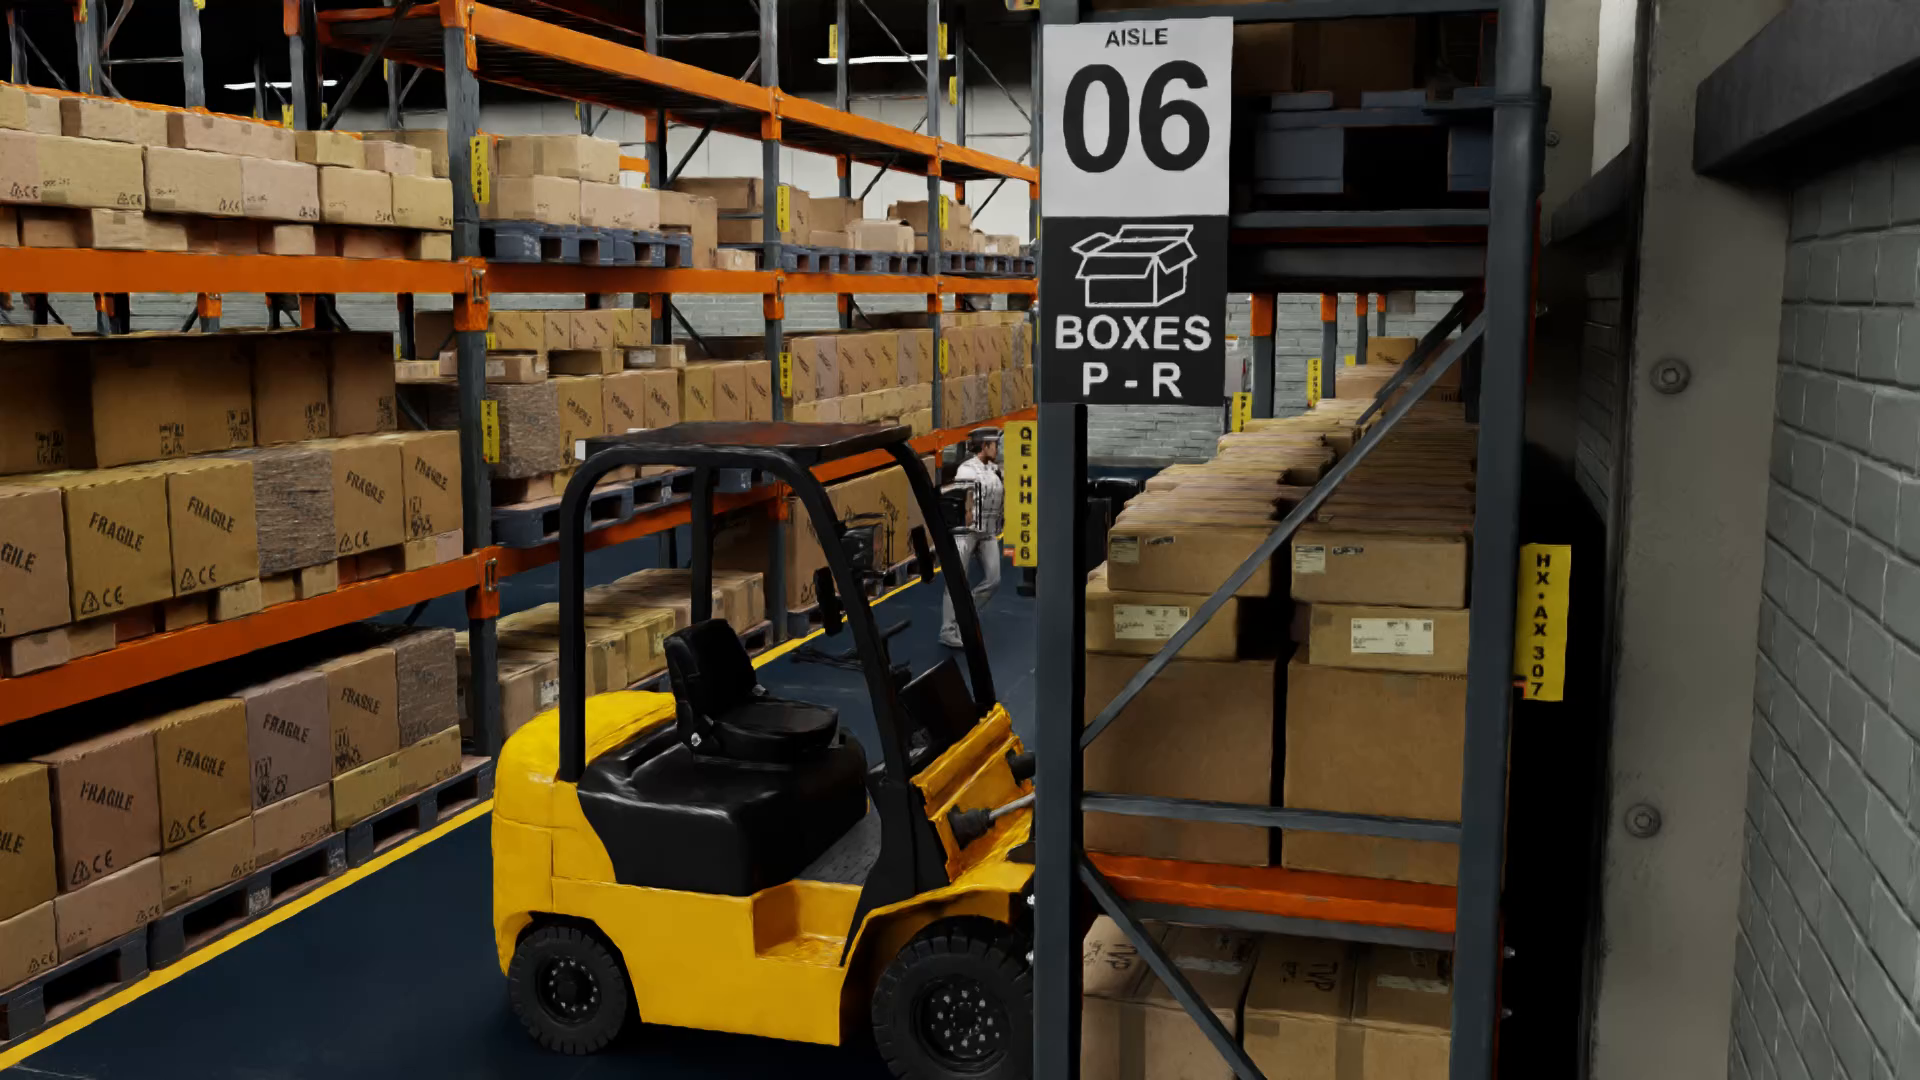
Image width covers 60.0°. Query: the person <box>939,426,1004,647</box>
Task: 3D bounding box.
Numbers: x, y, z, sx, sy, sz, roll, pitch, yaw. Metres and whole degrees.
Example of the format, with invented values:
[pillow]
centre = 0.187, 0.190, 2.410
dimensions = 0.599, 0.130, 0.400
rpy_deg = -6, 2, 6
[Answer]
[person]
centre = 0.118, -0.038, 12.581
dimensions = 0.390, 1.639, 0.605
rpy_deg = 8, 11, 42
